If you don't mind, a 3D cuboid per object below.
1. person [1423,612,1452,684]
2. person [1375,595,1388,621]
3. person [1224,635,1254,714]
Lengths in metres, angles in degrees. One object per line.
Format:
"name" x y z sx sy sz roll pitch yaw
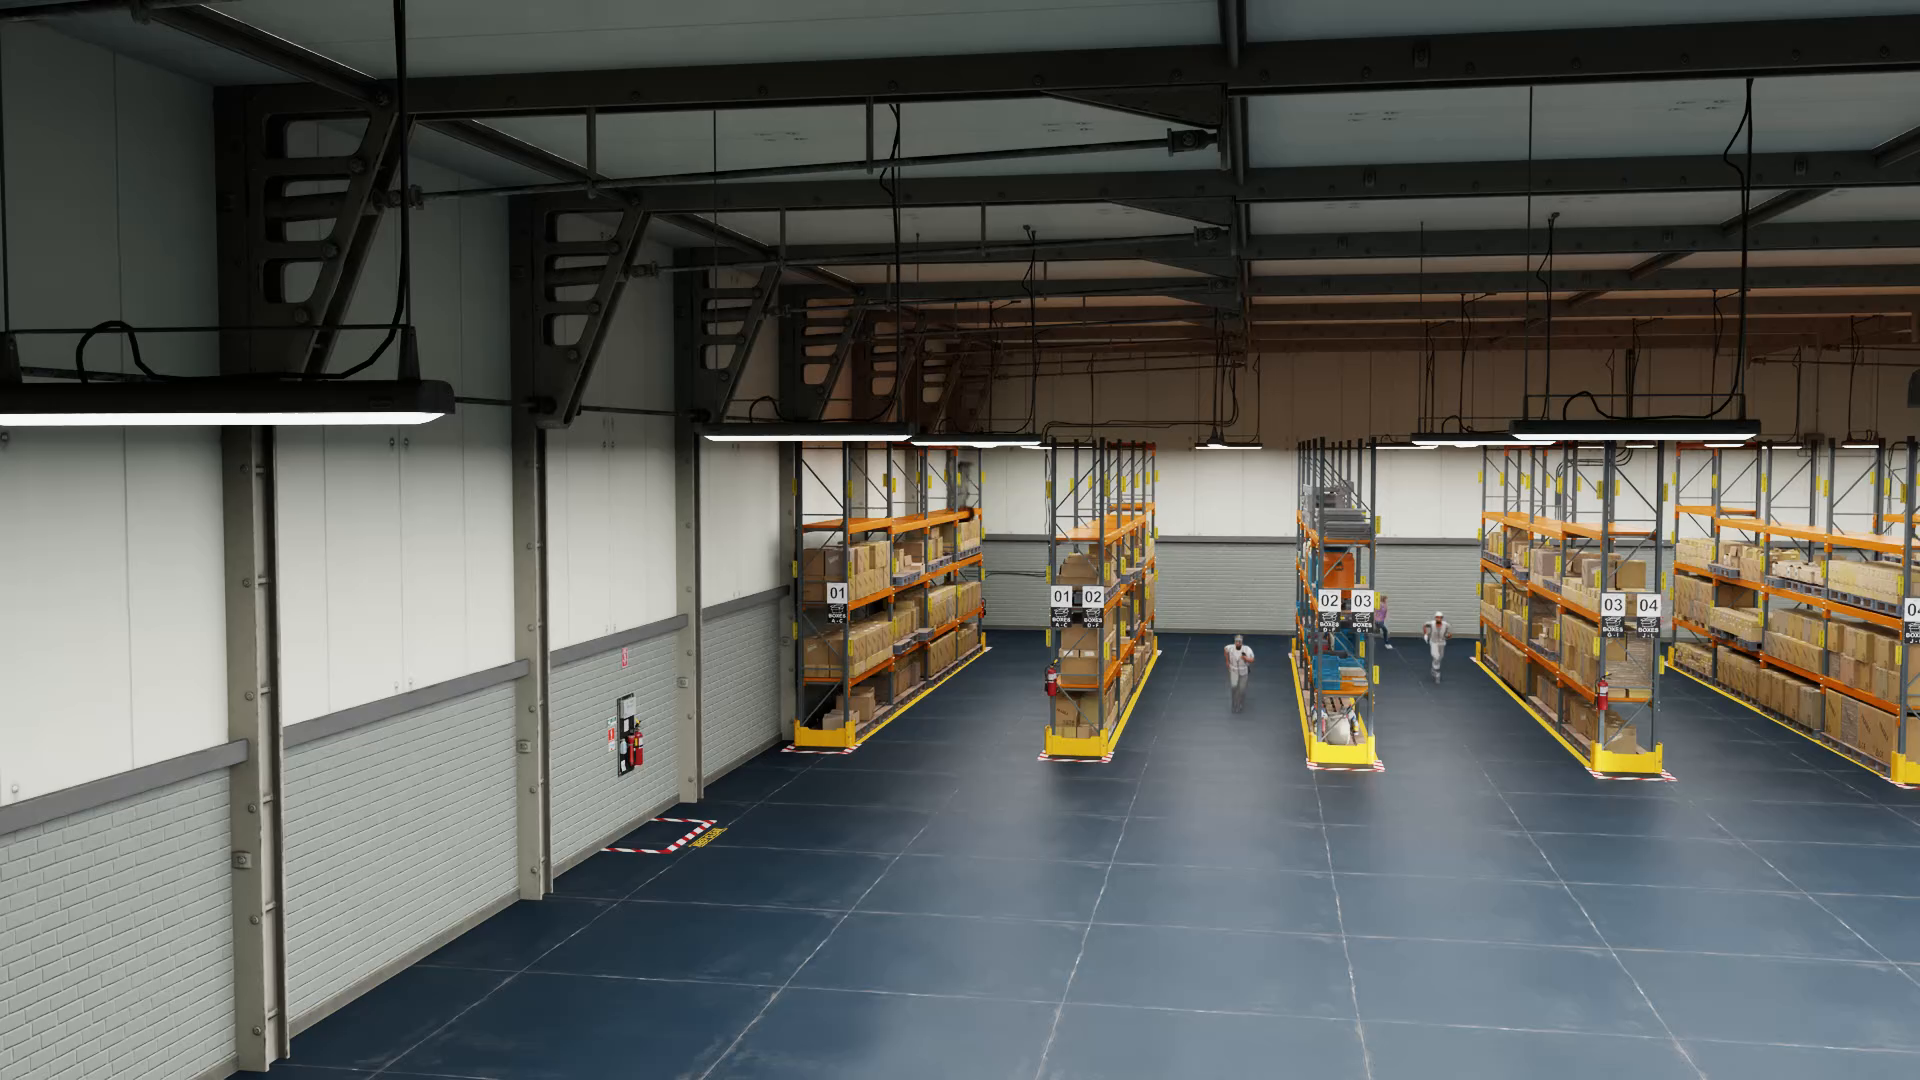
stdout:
"person" 11.894 2.658 41.458 0.654 1.794 1.003 0 3 1
"person" 12.300 1.988 48.537 0.403 0.762 0.536 2 3 30
"person" 6.131 2.933 36.539 0.647 1.750 0.942 1 3 10
